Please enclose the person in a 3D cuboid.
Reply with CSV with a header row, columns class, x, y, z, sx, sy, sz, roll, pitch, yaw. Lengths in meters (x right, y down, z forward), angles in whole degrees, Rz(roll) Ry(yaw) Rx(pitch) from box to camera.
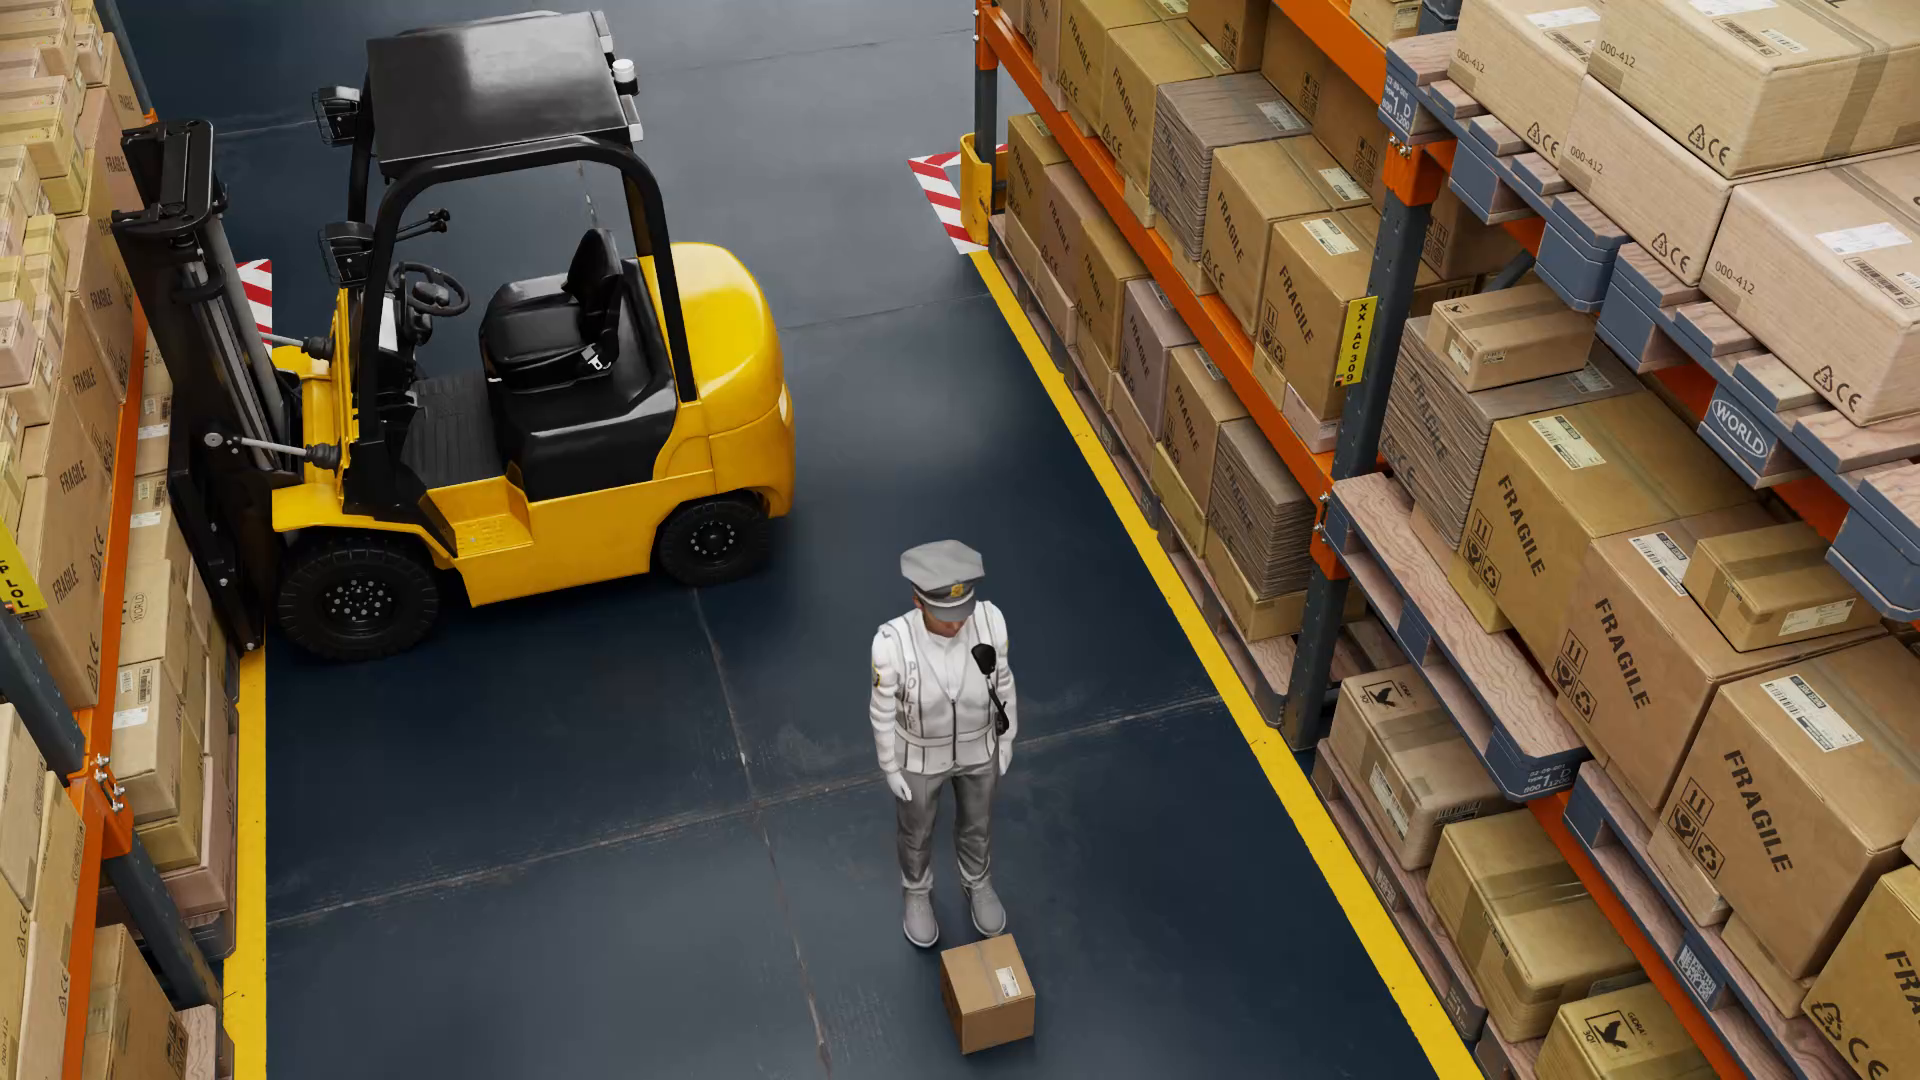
class,x,y,z,sx,sy,sz,roll,pitch,yaw
person,0.006,0.887,5.493,0.531,1.263,0.765,-12,44,-13
